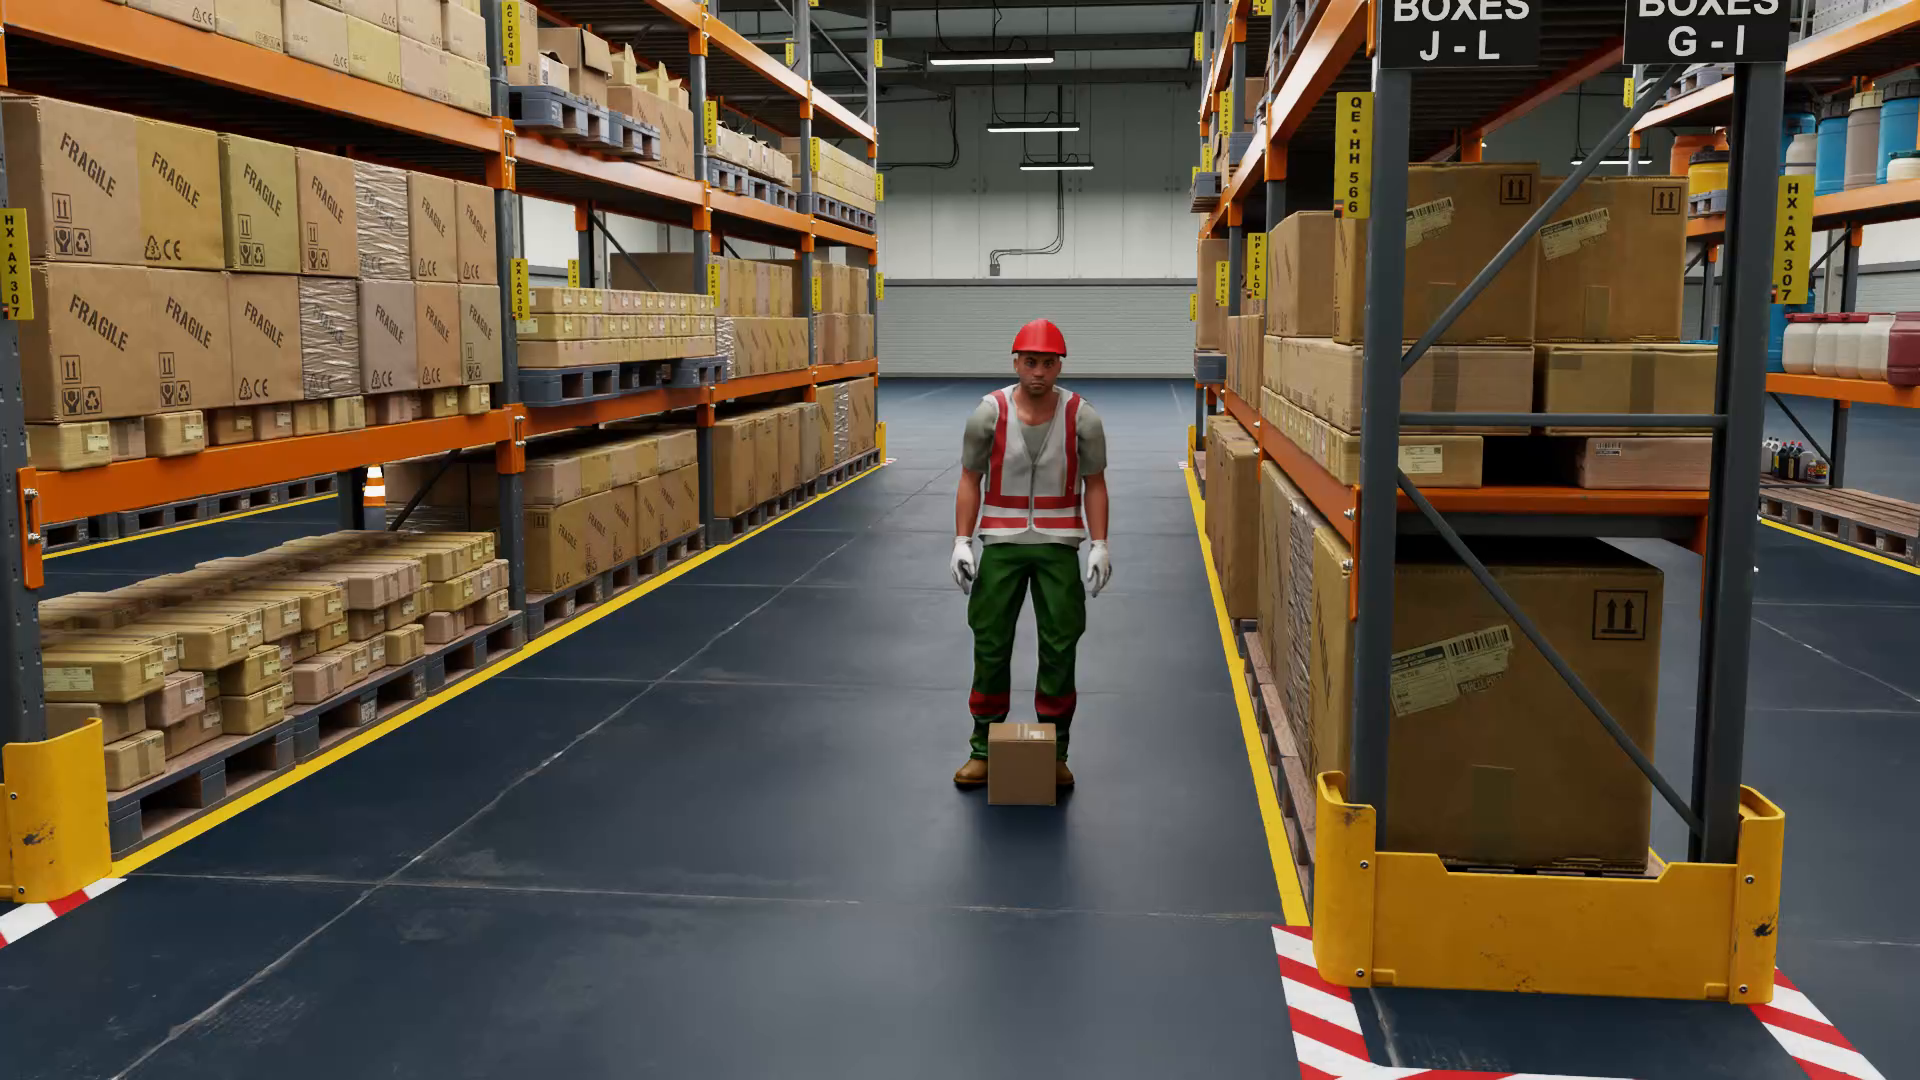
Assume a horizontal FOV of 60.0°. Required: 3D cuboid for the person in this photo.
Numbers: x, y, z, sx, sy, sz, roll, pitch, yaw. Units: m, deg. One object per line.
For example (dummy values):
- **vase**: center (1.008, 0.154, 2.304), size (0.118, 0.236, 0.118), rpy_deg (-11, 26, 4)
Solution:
- **person**: center (4.129, -0.615, 11.410), size (7.847, 1.778, 11.025), rpy_deg (0, 8, 3)
